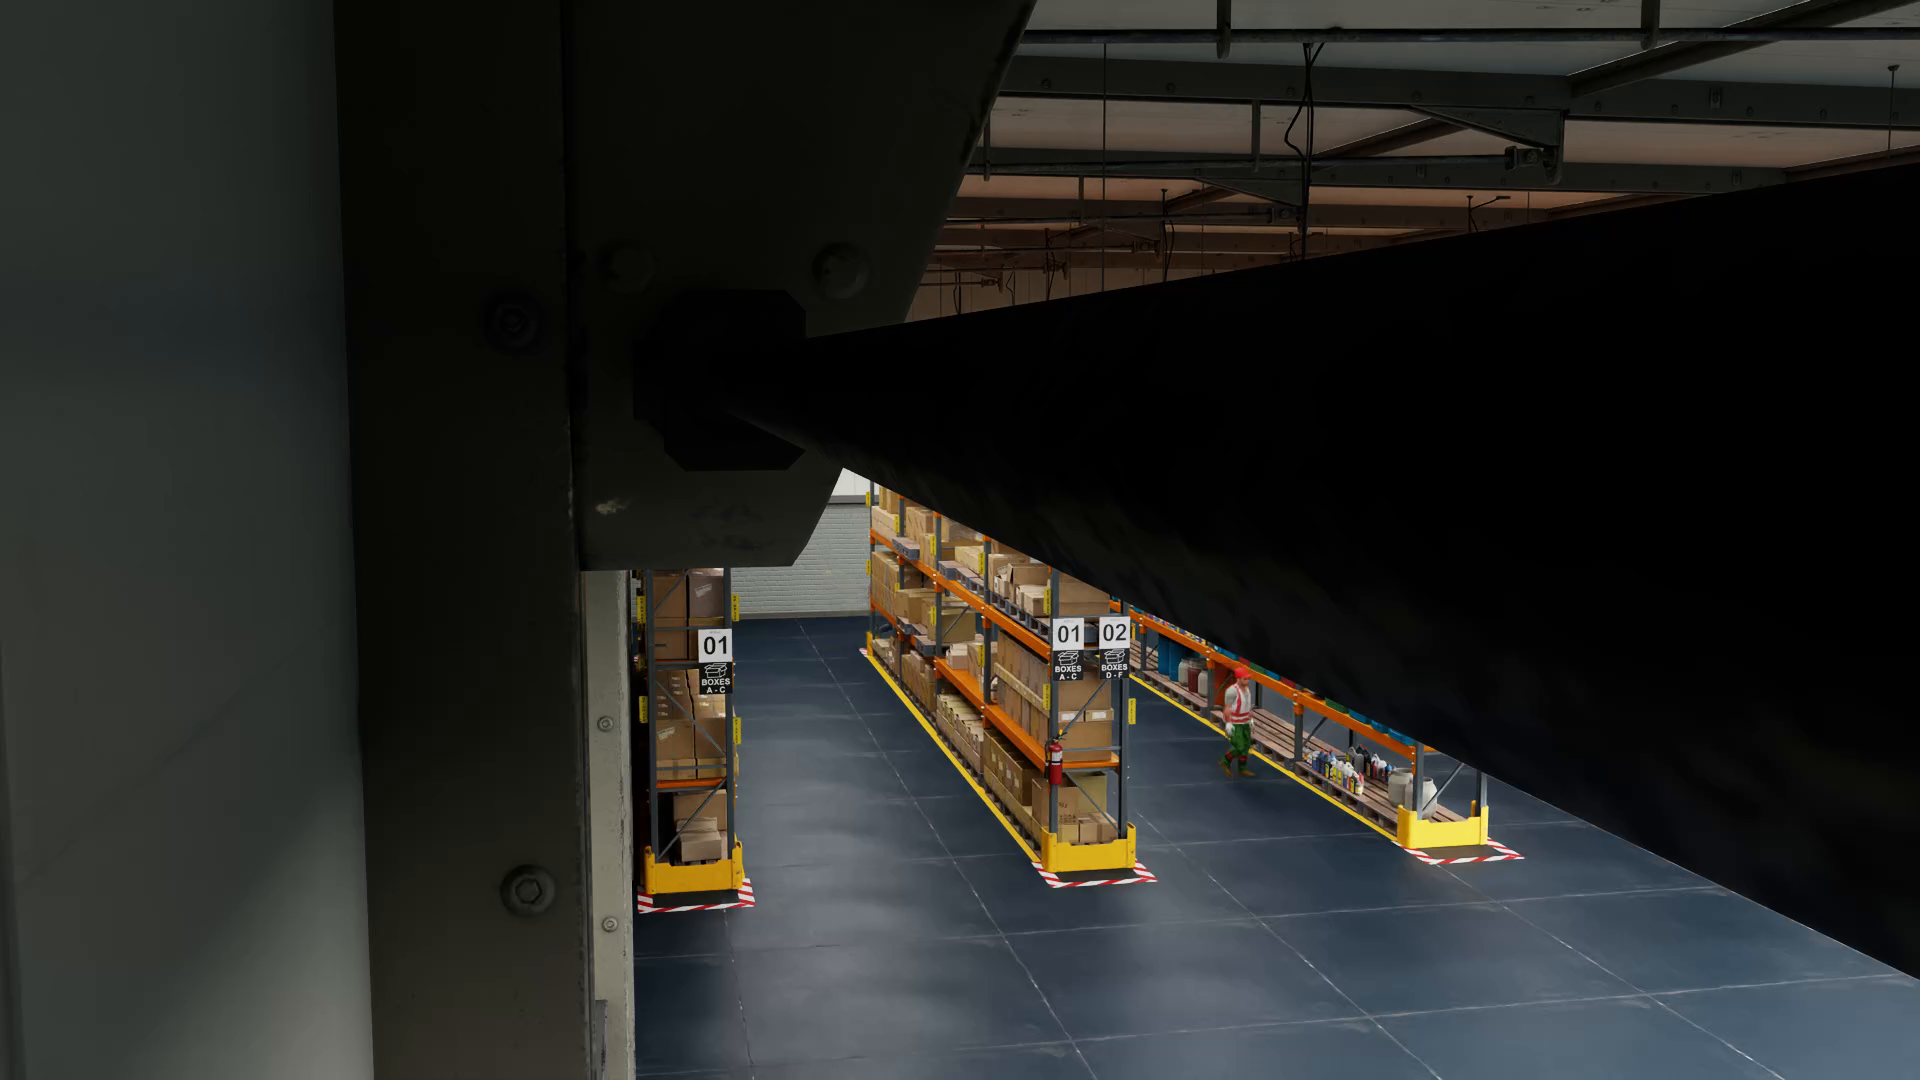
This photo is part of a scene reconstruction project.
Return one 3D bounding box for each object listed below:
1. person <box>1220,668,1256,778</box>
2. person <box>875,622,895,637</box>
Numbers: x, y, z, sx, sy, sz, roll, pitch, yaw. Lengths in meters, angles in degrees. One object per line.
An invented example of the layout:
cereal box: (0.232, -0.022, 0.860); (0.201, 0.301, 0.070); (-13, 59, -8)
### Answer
person: (4.288, 2.802, 25.462); (0.643, 1.758, 0.506); (-5, 8, -39)
person: (-1.600, 1.553, 37.568); (0.795, 1.748, 0.736); (0, 6, -3)
